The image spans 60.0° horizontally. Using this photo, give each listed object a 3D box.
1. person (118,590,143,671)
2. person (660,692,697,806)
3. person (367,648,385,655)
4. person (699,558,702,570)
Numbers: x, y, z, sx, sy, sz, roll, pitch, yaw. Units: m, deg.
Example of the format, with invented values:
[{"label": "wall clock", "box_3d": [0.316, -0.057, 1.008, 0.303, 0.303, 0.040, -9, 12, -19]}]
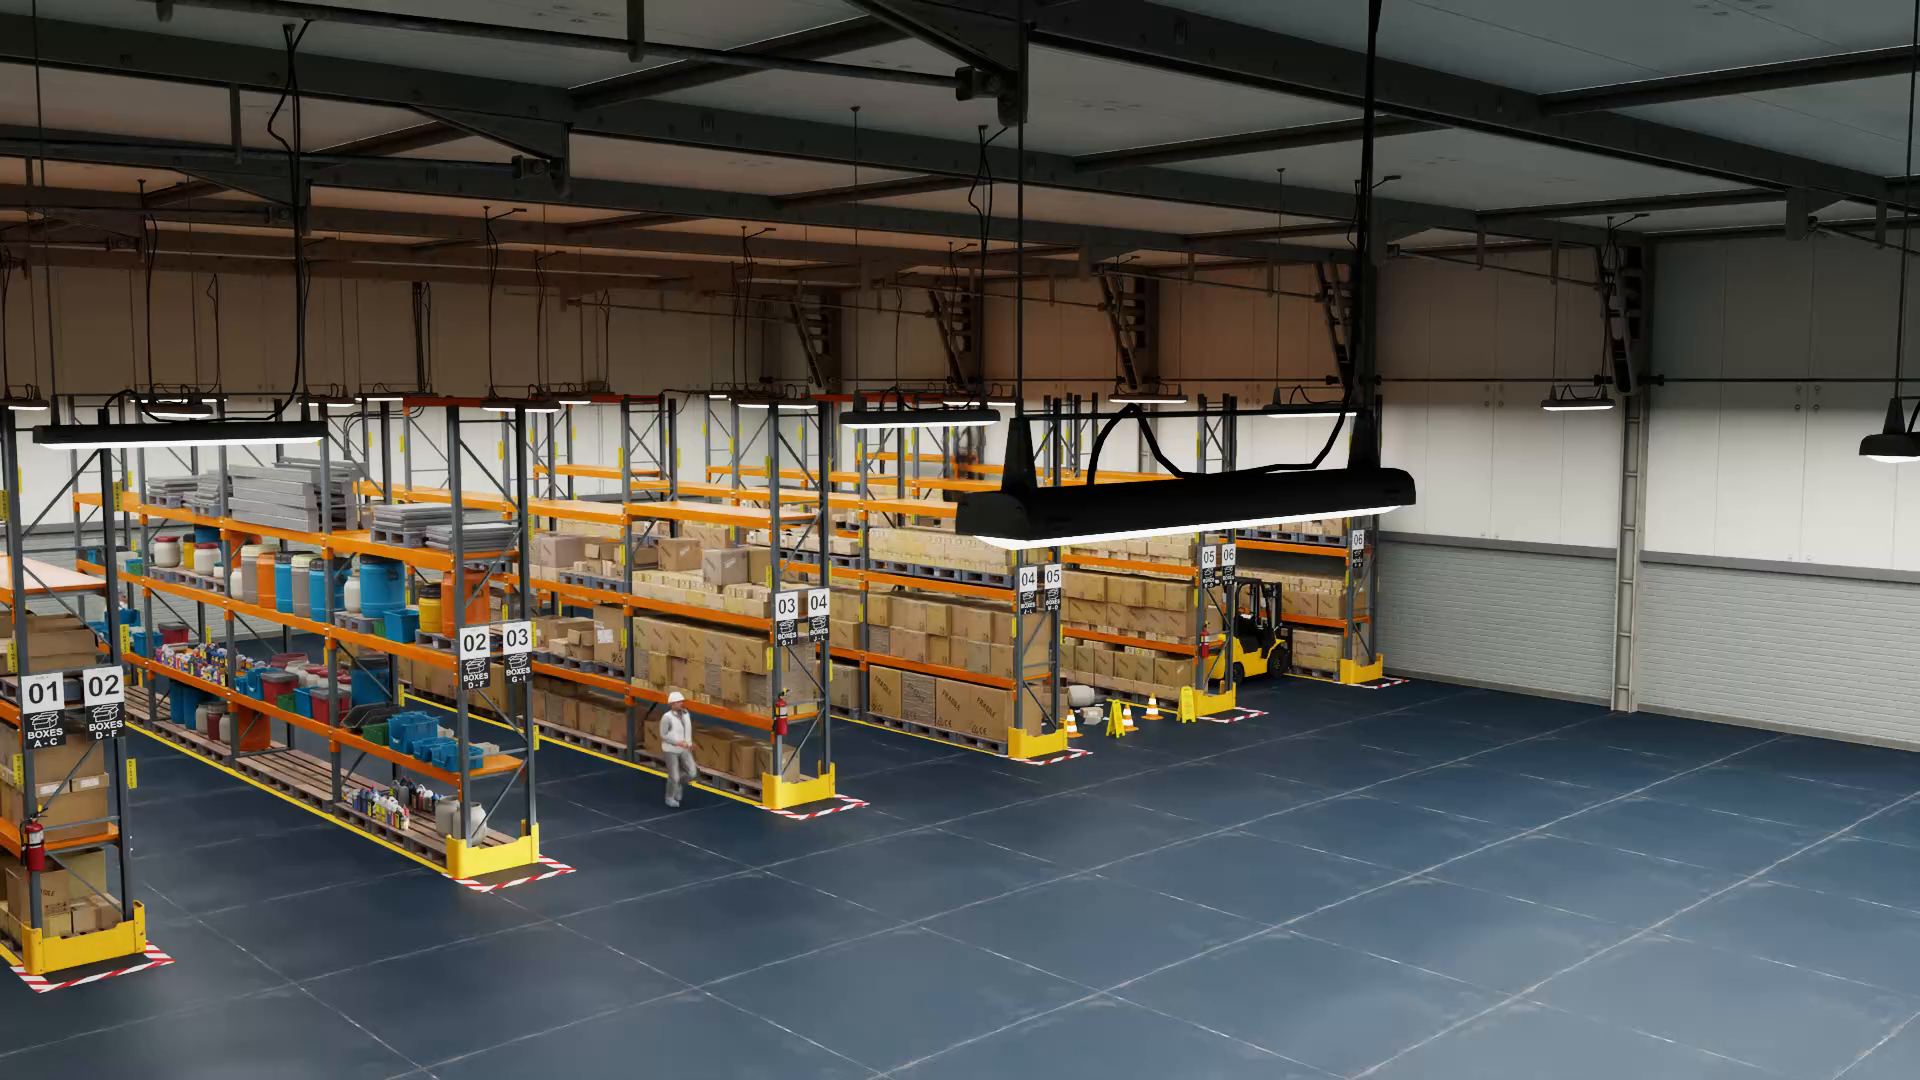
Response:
[{"label": "person", "box_3d": [-18.067, 1.985, 35.978, 0.739, 1.834, 0.692, -3, 6, -26]}, {"label": "person", "box_3d": [-4.140, 3.093, 24.563, 0.662, 1.726, 0.640, 5, 8, 43]}, {"label": "person", "box_3d": [-10.840, 2.600, 30.735, 0.680, 1.562, 0.525, 5, 7, 40]}, {"label": "person", "box_3d": [-6.936, 1.258, 44.088, 0.574, 1.625, 0.578, -3, 6, -26]}]
